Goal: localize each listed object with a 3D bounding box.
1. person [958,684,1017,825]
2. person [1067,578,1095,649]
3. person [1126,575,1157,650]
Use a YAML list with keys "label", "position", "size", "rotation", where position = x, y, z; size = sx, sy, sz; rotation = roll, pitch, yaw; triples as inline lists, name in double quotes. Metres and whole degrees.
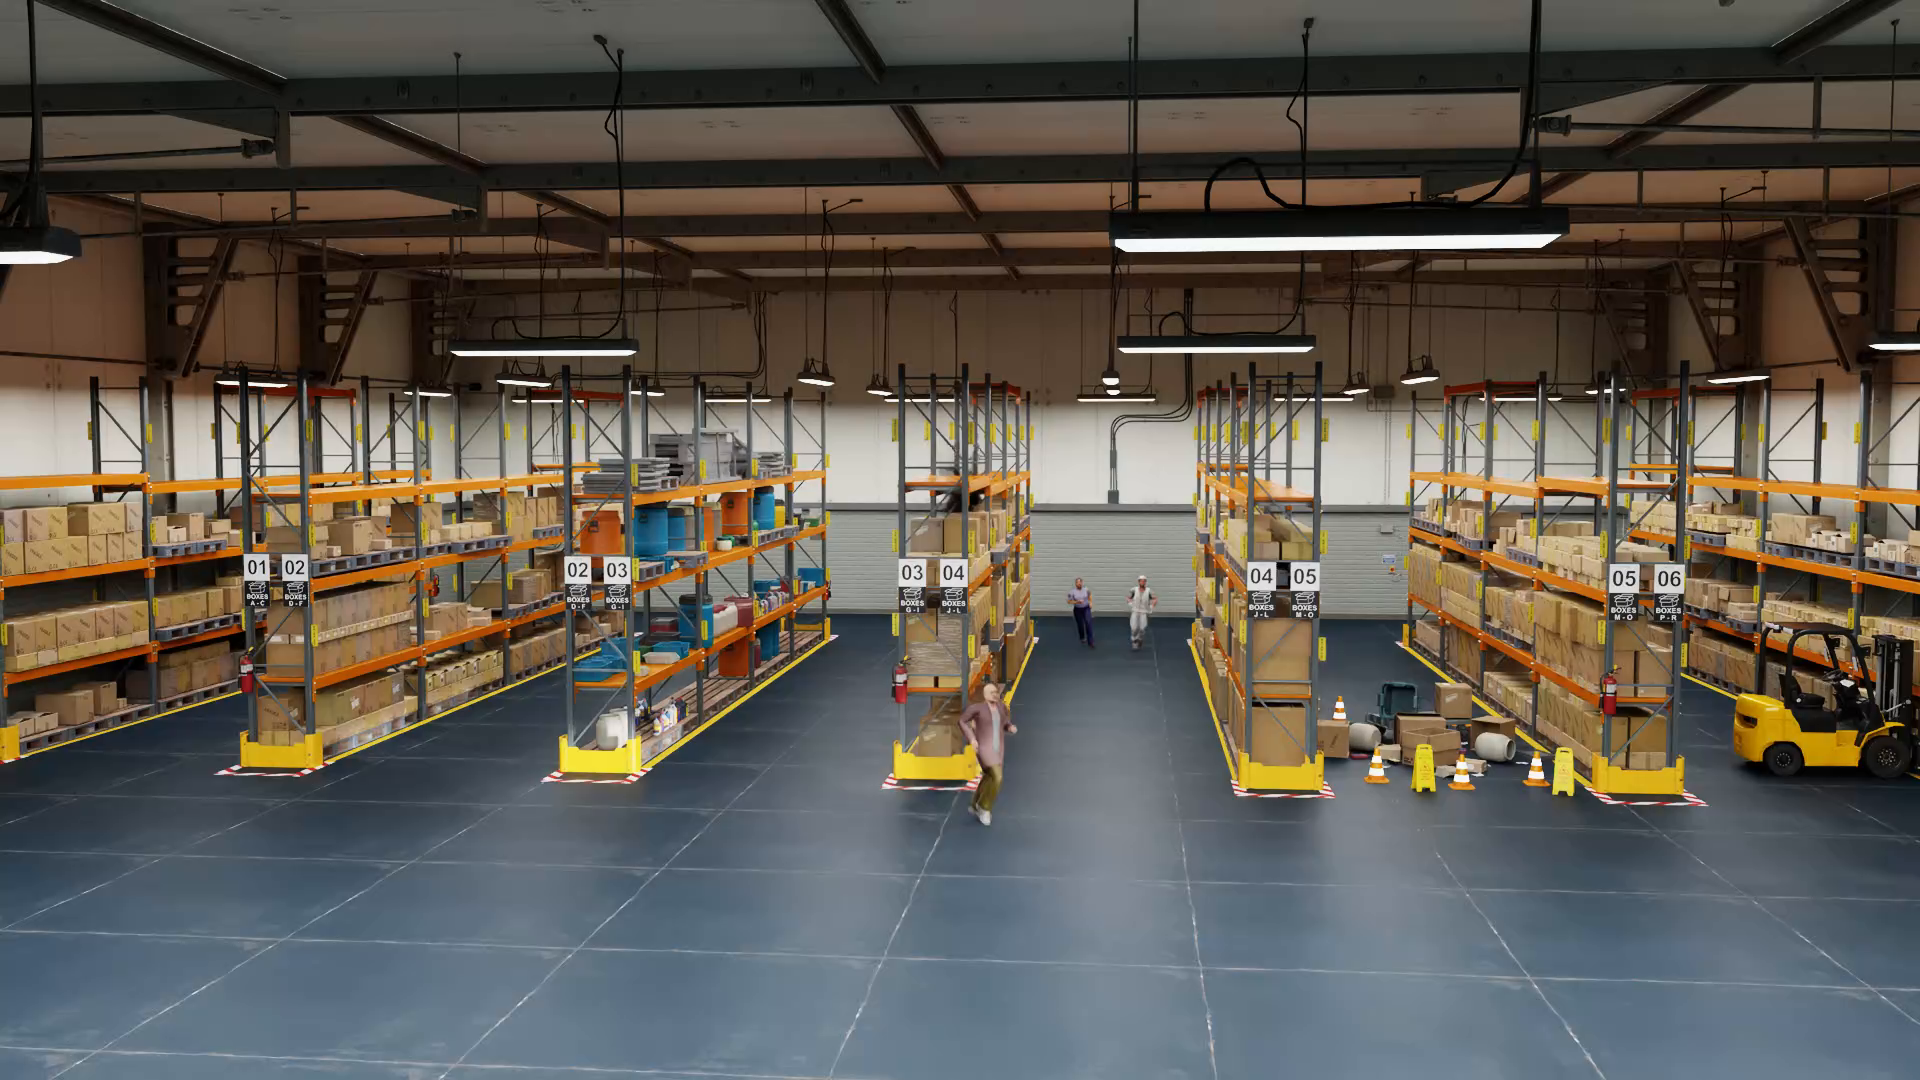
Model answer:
- label: "person"
  position: [0.405, 2.757, 21.436]
  size: [0.670, 1.816, 0.787]
  rotation: [-3, 5, -41]
- label: "person"
  position: [2.810, 1.699, 38.984]
  size: [0.626, 1.634, 0.893]
  rotation: [0, 4, -5]
- label: "person"
  position: [4.165, 1.678, 38.322]
  size: [0.704, 1.728, 0.619]
  rotation: [1, 4, 11]
